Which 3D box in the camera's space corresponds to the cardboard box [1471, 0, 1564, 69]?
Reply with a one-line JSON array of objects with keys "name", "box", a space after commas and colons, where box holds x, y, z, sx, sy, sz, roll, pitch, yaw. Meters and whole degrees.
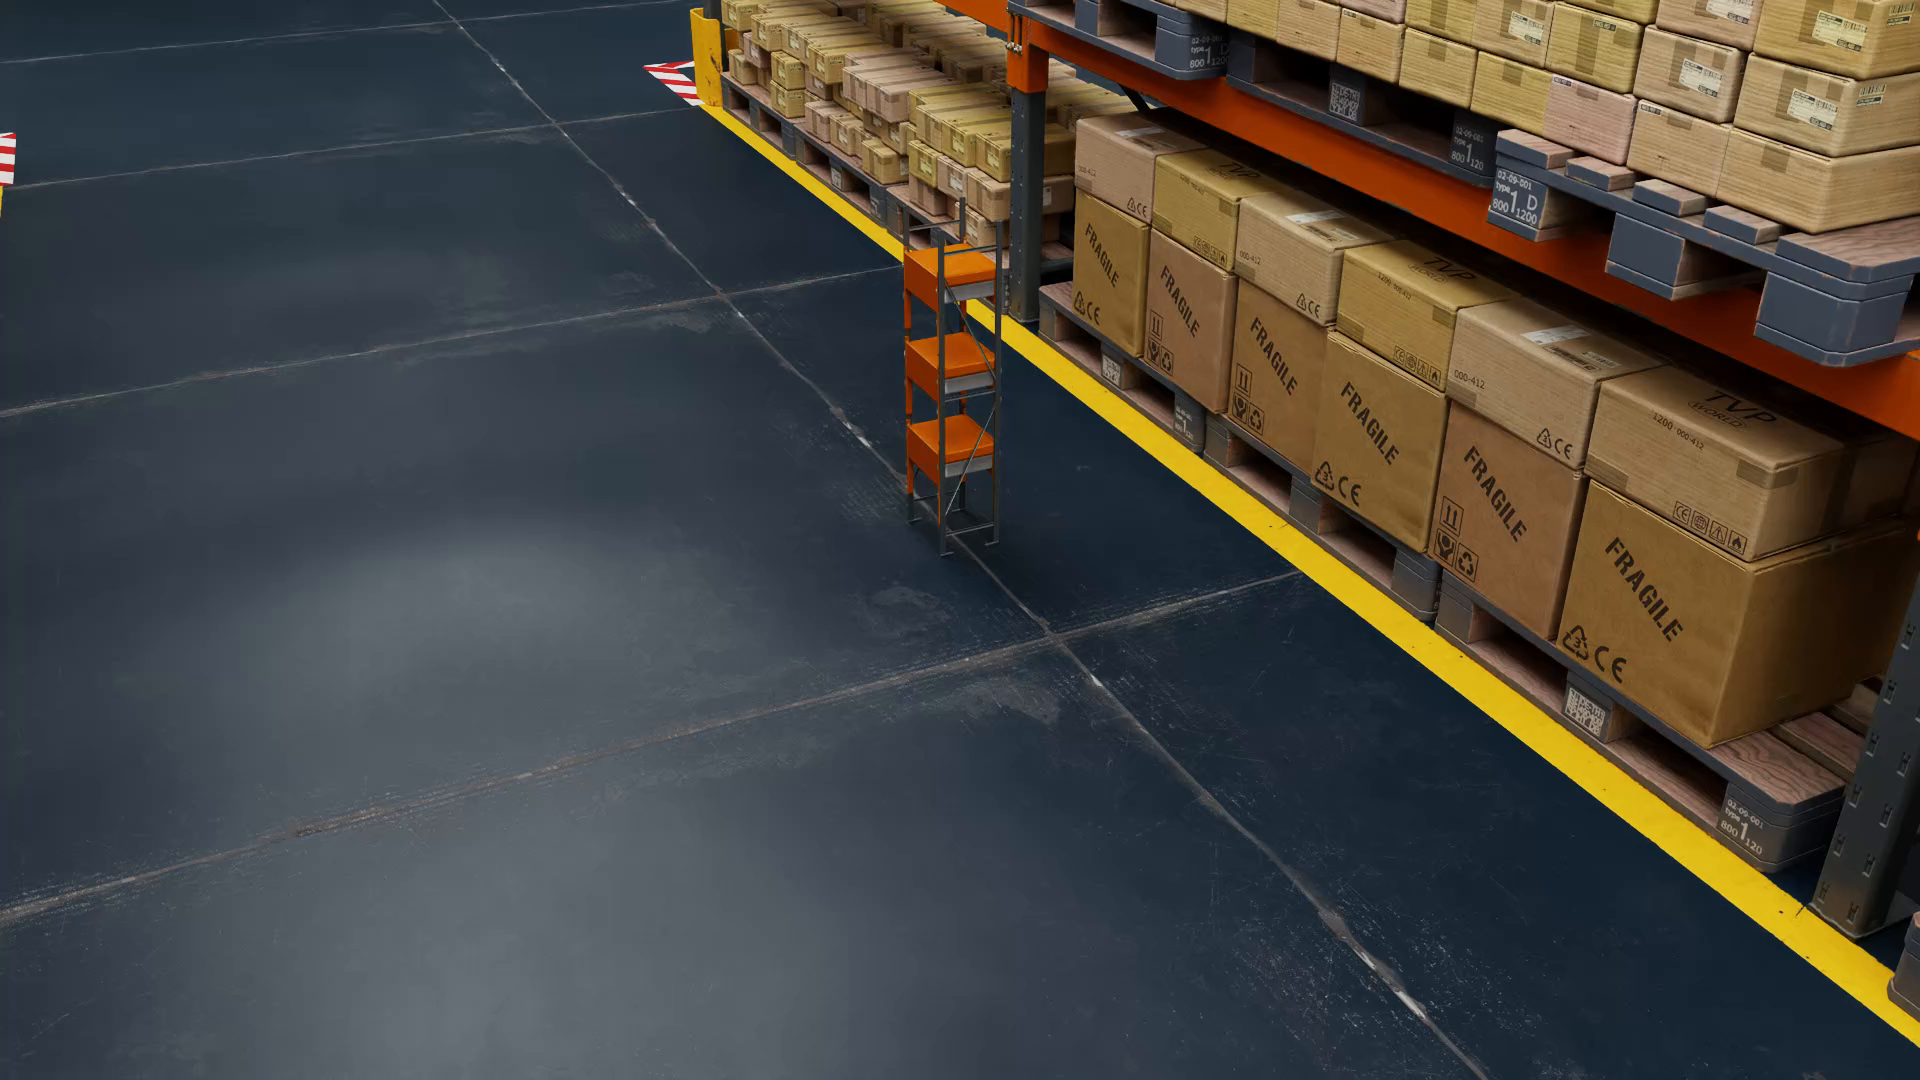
[{"name": "cardboard box", "box": [1.432, -1.221, 3.884, 0.380, 0.149, 0.250, -13, 32, -22]}]

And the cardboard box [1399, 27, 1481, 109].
[{"name": "cardboard box", "box": [1.330, -1.199, 4.149, 0.380, 0.149, 0.250, -15, 32, -24]}]

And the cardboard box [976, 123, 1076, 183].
[{"name": "cardboard box", "box": [0.289, -1.620, 6.949, 0.380, 0.149, 0.250, -12, 31, -21]}]

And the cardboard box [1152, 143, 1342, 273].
[{"name": "cardboard box", "box": [0.986, -1.121, 5.542, 0.500, 0.250, 0.500, -12, 32, -21]}]

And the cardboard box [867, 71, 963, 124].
[{"name": "cardboard box", "box": [-0.211, -2.064, 7.741, 0.380, 0.149, 0.250, -15, 32, -24]}]

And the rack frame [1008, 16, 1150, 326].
[{"name": "rack frame", "box": [0.676, -2.318, 6.317, 1.000, 3.000, 0.127, -13, 32, -22]}]

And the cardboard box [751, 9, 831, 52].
[{"name": "cardboard box", "box": [-0.903, -2.747, 8.958, 0.380, 0.149, 0.250, -13, 32, -22]}]

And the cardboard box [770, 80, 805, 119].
[{"name": "cardboard box", "box": [-0.795, -2.383, 8.919, 0.380, 0.149, 0.250, -13, 32, -21]}]

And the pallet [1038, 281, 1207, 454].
[{"name": "pallet", "box": [1.012, -0.758, 6.386, 1.003, 0.211, 1.213, -13, 32, -22]}]

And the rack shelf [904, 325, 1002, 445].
[{"name": "rack shelf", "box": [-0.023, -0.472, 5.041, 0.215, 0.259, 0.240, -13, 32, -22]}]

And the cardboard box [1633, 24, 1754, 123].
[{"name": "cardboard box", "box": [1.654, -0.995, 3.480, 0.380, 0.149, 0.250, -12, 31, -20]}]

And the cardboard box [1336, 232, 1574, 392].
[{"name": "cardboard box", "box": [1.433, -0.667, 4.732, 0.500, 0.250, 0.500, -12, 32, -21]}]

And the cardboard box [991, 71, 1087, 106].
[{"name": "cardboard box", "box": [0.365, -2.059, 7.732, 0.380, 0.149, 0.250, -14, 32, -23]}]

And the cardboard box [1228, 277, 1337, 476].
[{"name": "cardboard box", "box": [1.220, -0.567, 5.320, 0.500, 0.500, 0.500, -13, 32, -21]}]

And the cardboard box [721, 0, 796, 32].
[{"name": "cardboard box", "box": [-1.123, -2.981, 9.377, 0.380, 0.149, 0.250, -15, 32, -24]}]

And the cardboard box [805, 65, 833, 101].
[{"name": "cardboard box", "box": [-0.584, -2.413, 8.668, 0.380, 0.149, 0.250, -15, 32, -24]}]

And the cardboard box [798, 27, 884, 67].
[{"name": "cardboard box", "box": [-0.611, -2.530, 8.572, 0.380, 0.149, 0.250, -12, 31, -20]}]

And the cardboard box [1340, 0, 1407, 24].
[{"name": "cardboard box", "box": [1.215, -1.446, 4.286, 0.380, 0.149, 0.250, -12, 32, -21]}]

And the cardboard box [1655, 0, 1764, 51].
[{"name": "cardboard box", "box": [1.663, -1.116, 3.392, 0.380, 0.149, 0.250, -13, 32, -23]}]

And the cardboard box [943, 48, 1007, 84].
[{"name": "cardboard box", "box": [0.138, -2.291, 8.147, 0.380, 0.149, 0.250, -14, 32, -24]}]

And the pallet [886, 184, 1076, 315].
[{"name": "pallet", "box": [0.356, -1.391, 7.515, 1.003, 0.211, 1.213, -13, 32, -22]}]

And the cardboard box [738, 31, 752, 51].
[{"name": "cardboard box", "box": [-1.048, -2.869, 9.481, 0.380, 0.149, 0.250, -12, 31, -20]}]

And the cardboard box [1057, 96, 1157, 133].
[{"name": "cardboard box", "box": [0.651, -1.847, 7.354, 0.380, 0.149, 0.250, -11, 31, -20]}]

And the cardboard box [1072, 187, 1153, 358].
[{"name": "cardboard box", "box": [0.754, -1.029, 6.144, 0.500, 0.500, 0.500, -12, 31, -20]}]

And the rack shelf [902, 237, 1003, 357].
[{"name": "rack shelf", "box": [-0.023, -0.720, 4.902, 0.215, 0.259, 0.240, -13, 32, -22]}]

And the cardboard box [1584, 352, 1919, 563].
[{"name": "cardboard box", "box": [1.863, -0.218, 3.932, 0.500, 0.250, 0.500, -14, 32, -23]}]

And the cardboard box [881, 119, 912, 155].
[{"name": "cardboard box", "box": [-0.150, -1.931, 7.808, 0.380, 0.149, 0.250, -12, 32, -21]}]

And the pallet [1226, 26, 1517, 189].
[{"name": "pallet", "box": [1.507, -1.333, 4.757, 1.003, 0.211, 1.213, -13, 32, -22]}]

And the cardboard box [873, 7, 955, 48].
[{"name": "cardboard box", "box": [-0.249, -2.765, 8.991, 0.380, 0.149, 0.250, -14, 32, -24]}]

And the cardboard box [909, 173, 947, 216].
[{"name": "cardboard box", "box": [-0.007, -1.595, 7.513, 0.380, 0.149, 0.250, -14, 32, -24]}]

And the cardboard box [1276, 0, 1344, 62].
[{"name": "cardboard box", "box": [1.101, -1.433, 4.567, 0.380, 0.149, 0.250, -15, 32, -24]}]

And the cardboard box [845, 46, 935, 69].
[{"name": "cardboard box", "box": [-0.346, -2.313, 8.185, 0.380, 0.149, 0.250, -13, 32, -22]}]

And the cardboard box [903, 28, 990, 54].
[{"name": "cardboard box", "box": [-0.070, -2.518, 8.551, 0.380, 0.149, 0.250, -14, 32, -24]}]

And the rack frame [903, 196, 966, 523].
[{"name": "rack frame", "box": [-0.075, -0.535, 5.131, 0.200, 1.050, 0.008, -13, 32, -22]}]

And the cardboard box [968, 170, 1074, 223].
[{"name": "cardboard box", "box": [0.254, -1.460, 6.968, 0.380, 0.149, 0.250, -12, 32, -21]}]

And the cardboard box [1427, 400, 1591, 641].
[{"name": "cardboard box", "box": [1.655, -0.110, 4.505, 0.500, 0.500, 0.500, -12, 31, -20]}]

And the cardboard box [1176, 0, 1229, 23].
[{"name": "cardboard box", "box": [0.875, -1.665, 4.980, 0.380, 0.149, 0.250, -15, 32, -24]}]

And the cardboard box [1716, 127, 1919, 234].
[{"name": "cardboard box", "box": [1.767, -0.746, 3.341, 0.380, 0.149, 0.250, -13, 32, -21]}]

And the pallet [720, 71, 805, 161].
[{"name": "pallet", "box": [-0.691, -2.469, 9.437, 1.003, 0.211, 1.213, -13, 32, -22]}]

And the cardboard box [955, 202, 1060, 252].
[{"name": "cardboard box", "box": [0.200, -1.359, 7.093, 0.380, 0.149, 0.250, -13, 32, -21]}]

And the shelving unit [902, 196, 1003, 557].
[{"name": "shelving unit", "box": [-0.023, -0.482, 5.035, 0.215, 1.050, 0.252, -13, 32, -22]}]

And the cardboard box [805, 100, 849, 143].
[{"name": "cardboard box", "box": [-0.571, -2.162, 8.525, 0.380, 0.149, 0.250, -15, 32, -24]}]

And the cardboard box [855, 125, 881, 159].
[{"name": "cardboard box", "box": [-0.295, -1.946, 8.139, 0.380, 0.149, 0.250, -12, 32, -21]}]

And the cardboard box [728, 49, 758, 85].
[{"name": "cardboard box", "box": [-1.105, -2.726, 9.530, 0.380, 0.149, 0.250, -12, 32, -21]}]

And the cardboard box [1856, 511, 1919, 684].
[{"name": "cardboard box", "box": [2.320, -0.010, 4.327, 0.500, 0.500, 0.500, -15, 32, -24]}]

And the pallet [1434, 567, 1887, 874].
[{"name": "pallet", "box": [2.059, 0.320, 4.464, 1.003, 0.211, 1.213, -13, 32, -22]}]

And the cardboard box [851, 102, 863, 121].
[{"name": "cardboard box", "box": [-0.323, -2.181, 8.253, 0.380, 0.149, 0.250, -12, 31, -20]}]

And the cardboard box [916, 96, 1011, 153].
[{"name": "cardboard box", "box": [0.030, -1.833, 7.329, 0.380, 0.149, 0.250, -13, 32, -22]}]

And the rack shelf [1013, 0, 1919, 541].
[{"name": "rack shelf", "box": [1.535, -1.121, 4.917, 1.077, 0.370, 4.000, -13, 32, -22]}]

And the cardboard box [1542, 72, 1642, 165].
[{"name": "cardboard box", "box": [1.551, -0.970, 3.740, 0.380, 0.149, 0.250, -13, 32, -21]}]

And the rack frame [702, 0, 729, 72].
[{"name": "rack frame", "box": [-1.041, -4.085, 9.468, 1.000, 3.000, 0.127, -13, 32, -22]}]

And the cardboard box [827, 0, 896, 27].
[{"name": "cardboard box", "box": [-0.529, -2.980, 9.375, 0.380, 0.149, 0.250, -12, 32, -21]}]

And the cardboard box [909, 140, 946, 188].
[{"name": "cardboard box", "box": [-0.004, -1.691, 7.381, 0.380, 0.149, 0.250, -14, 32, -24]}]
